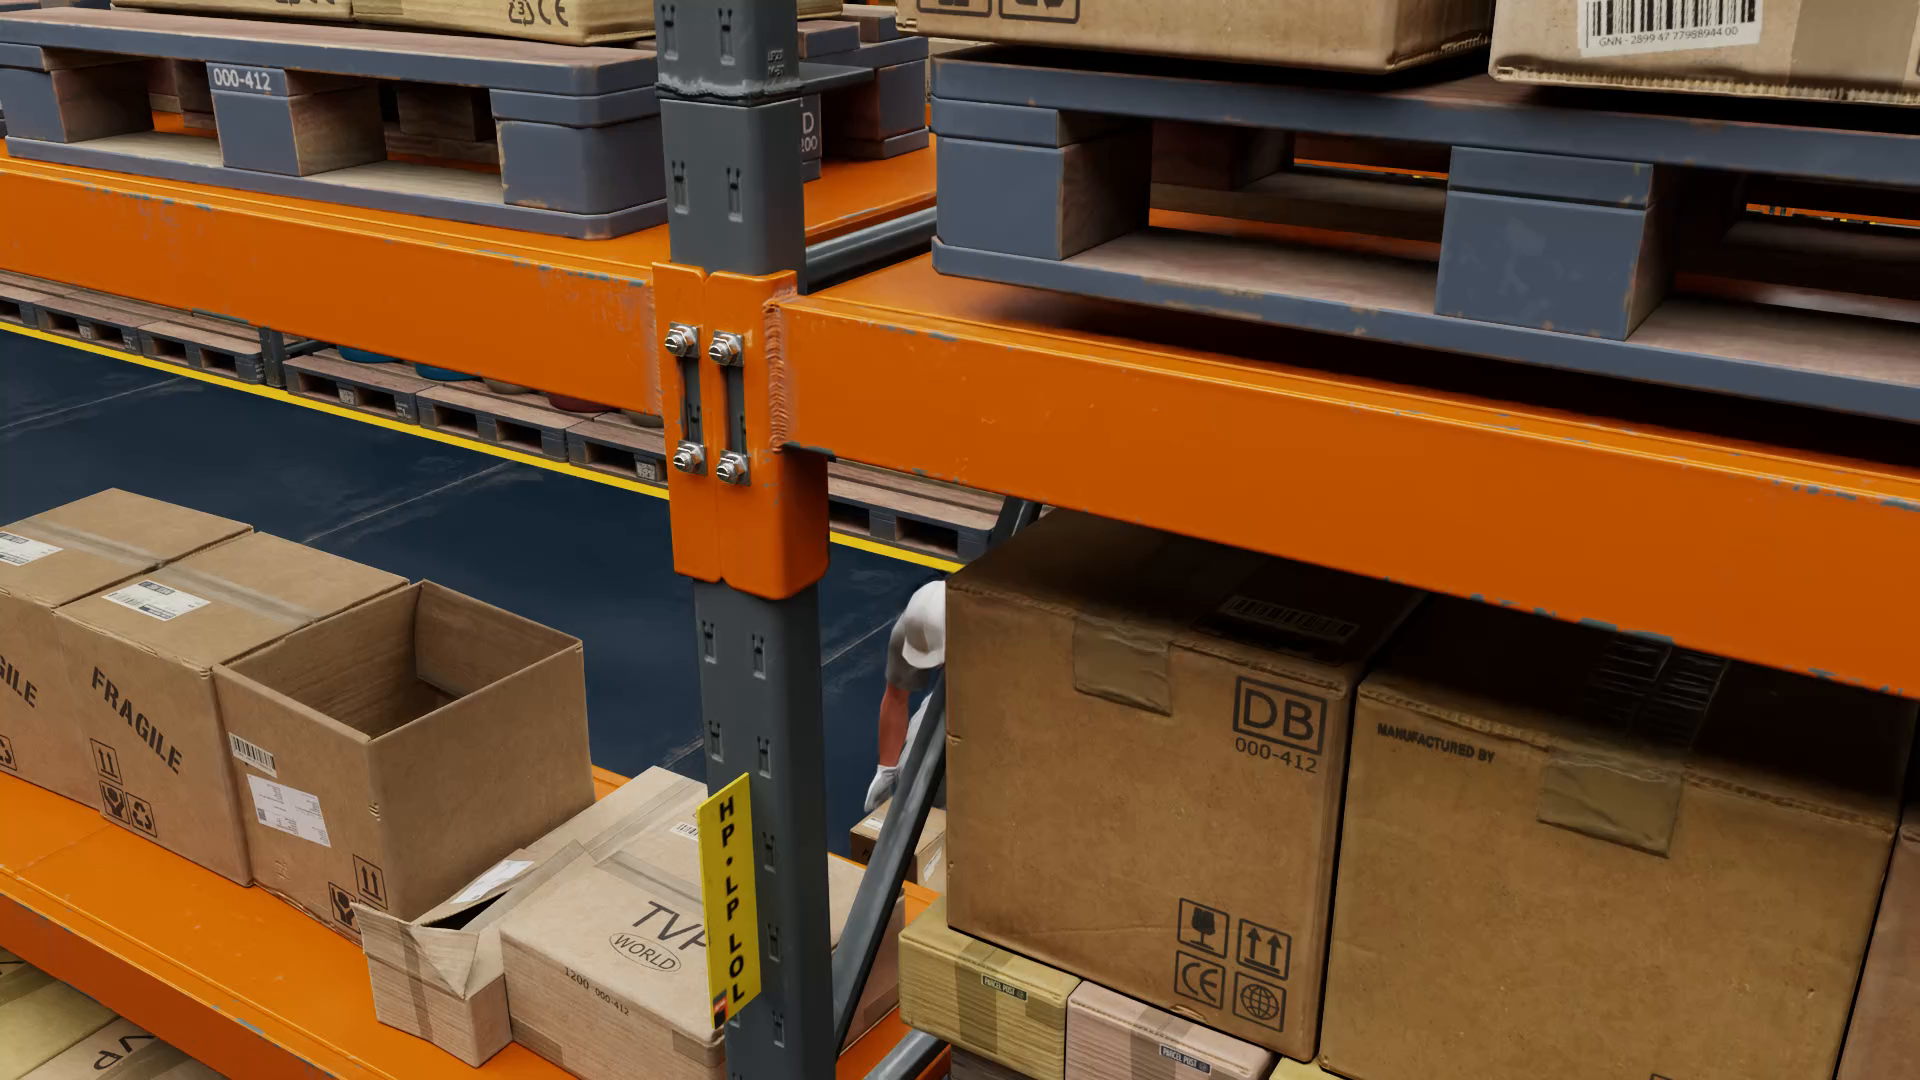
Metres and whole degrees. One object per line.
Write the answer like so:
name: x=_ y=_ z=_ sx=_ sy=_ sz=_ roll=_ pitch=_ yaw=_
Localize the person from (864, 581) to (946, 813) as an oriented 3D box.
person: x=0.079 y=0.602 z=5.349 sx=0.582 sy=1.239 sz=0.832 roll=14 pitch=26 yaw=29
